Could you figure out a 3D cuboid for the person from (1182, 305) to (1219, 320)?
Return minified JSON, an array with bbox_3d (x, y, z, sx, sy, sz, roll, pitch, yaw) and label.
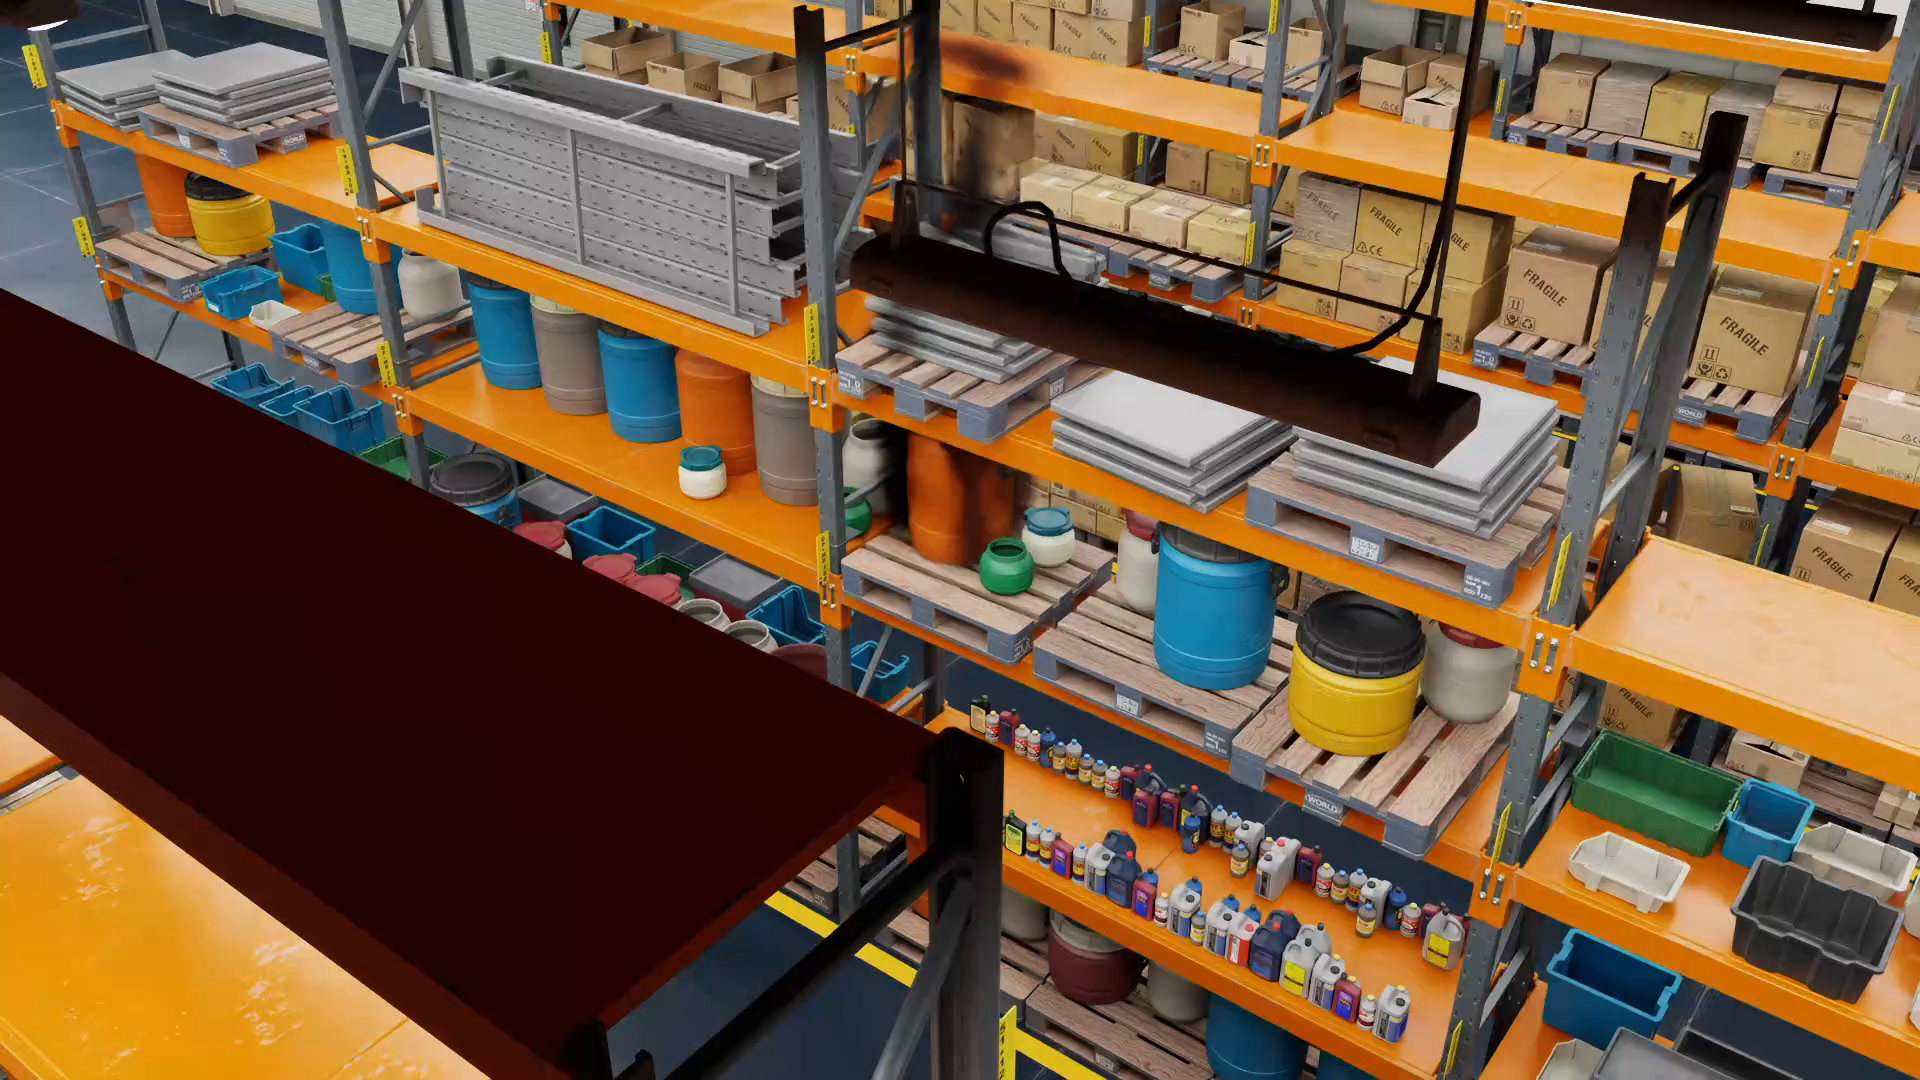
[{"bbox_3d":[2.440,-1.493,16.114,0.914,1.746,0.707,18,36,27],"label":"person"}]
